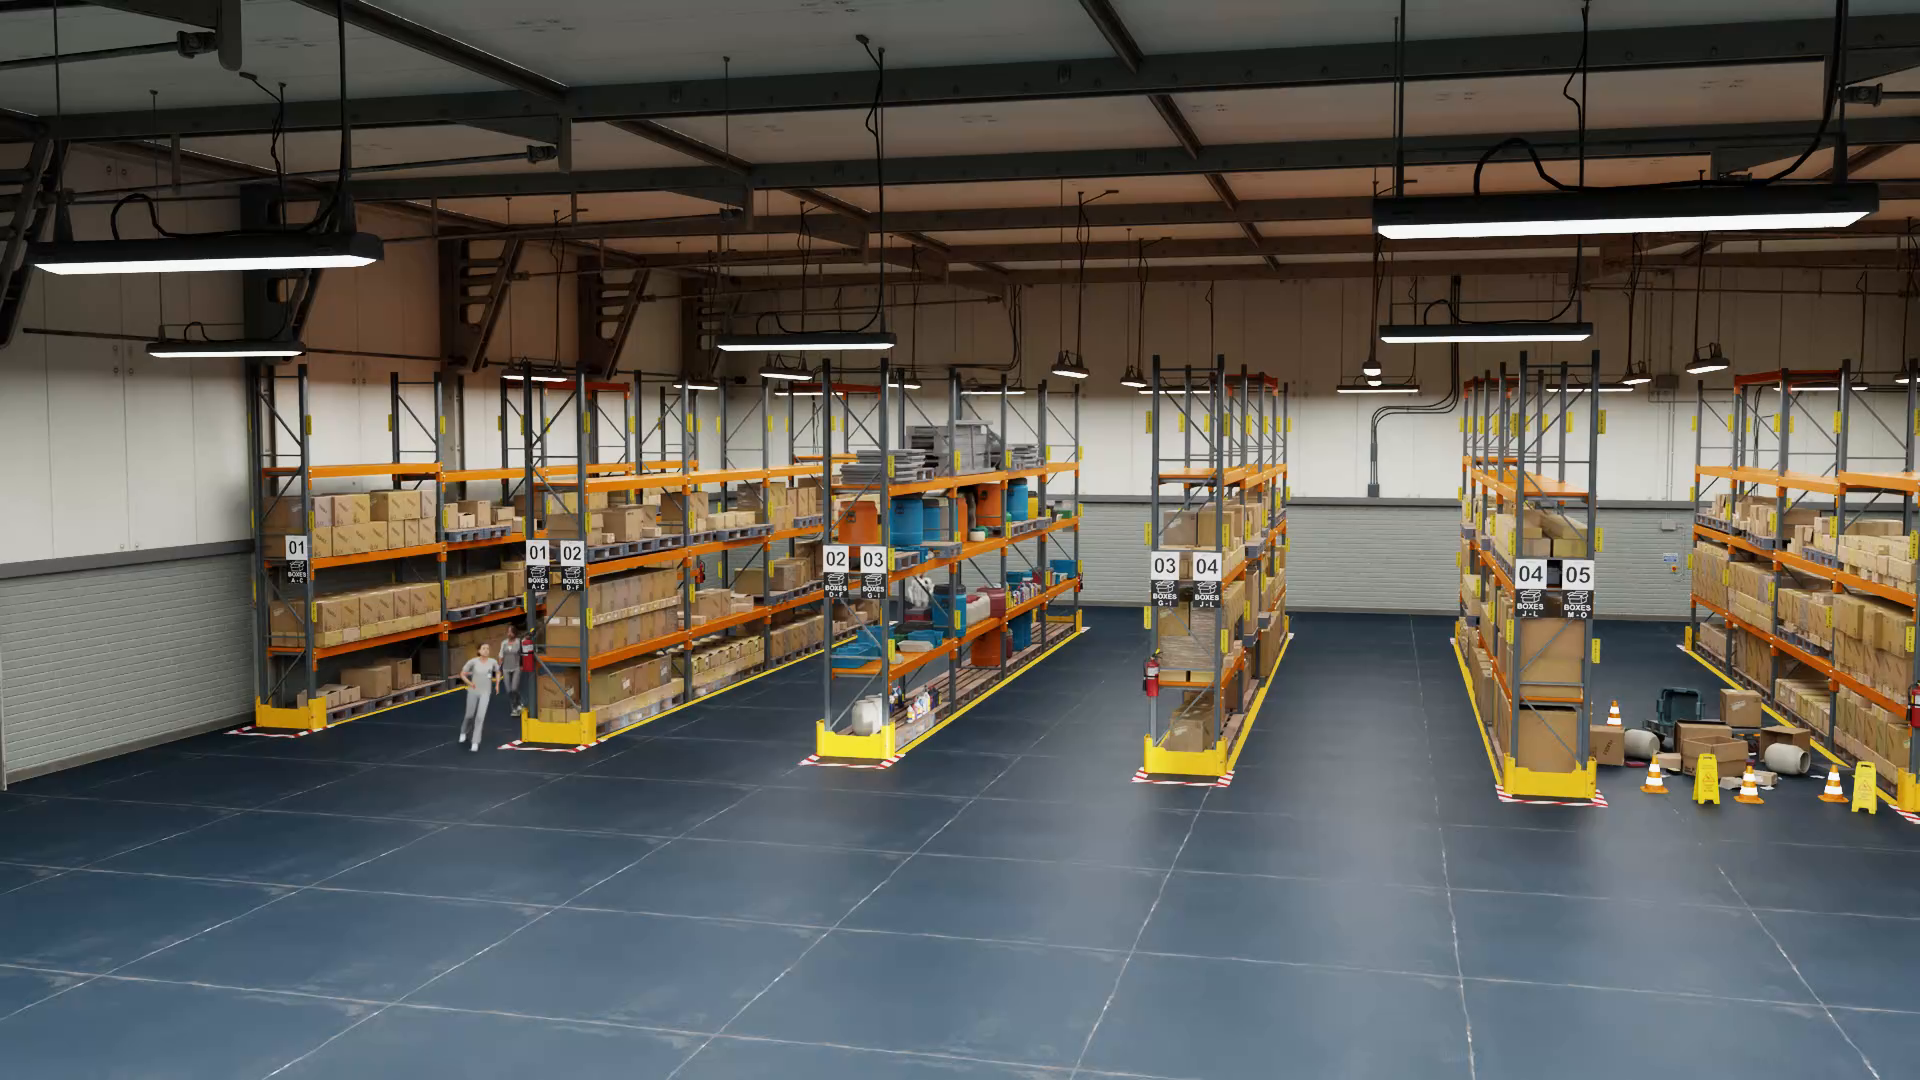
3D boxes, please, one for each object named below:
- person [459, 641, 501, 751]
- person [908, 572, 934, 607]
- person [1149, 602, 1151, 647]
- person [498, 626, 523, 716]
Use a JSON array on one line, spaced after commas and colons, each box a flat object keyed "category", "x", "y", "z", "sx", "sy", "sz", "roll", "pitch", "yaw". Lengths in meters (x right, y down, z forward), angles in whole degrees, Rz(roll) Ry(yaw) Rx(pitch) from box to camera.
[{"category": "person", "x": -7.428, "y": 2.387, "z": 25.793, "sx": 0.635, "sy": 1.635, "sz": 0.954, "roll": -2, "pitch": 4, "yaw": -21}, {"category": "person", "x": -0.955, "y": 1.449, "z": 39.701, "sx": 0.589, "sy": 1.677, "sz": 0.612, "roll": 0, "pitch": 4, "yaw": -2}, {"category": "person", "x": 4.154, "y": 1.802, "z": 34.618, "sx": 0.570, "sy": 1.597, "sz": 0.659, "roll": 1, "pitch": 4, "yaw": 17}, {"category": "person", "x": -7.651, "y": 2.250, "z": 28.404, "sx": 0.521, "sy": 1.561, "sz": 0.570, "roll": 0, "pitch": 4, "yaw": 6}]
